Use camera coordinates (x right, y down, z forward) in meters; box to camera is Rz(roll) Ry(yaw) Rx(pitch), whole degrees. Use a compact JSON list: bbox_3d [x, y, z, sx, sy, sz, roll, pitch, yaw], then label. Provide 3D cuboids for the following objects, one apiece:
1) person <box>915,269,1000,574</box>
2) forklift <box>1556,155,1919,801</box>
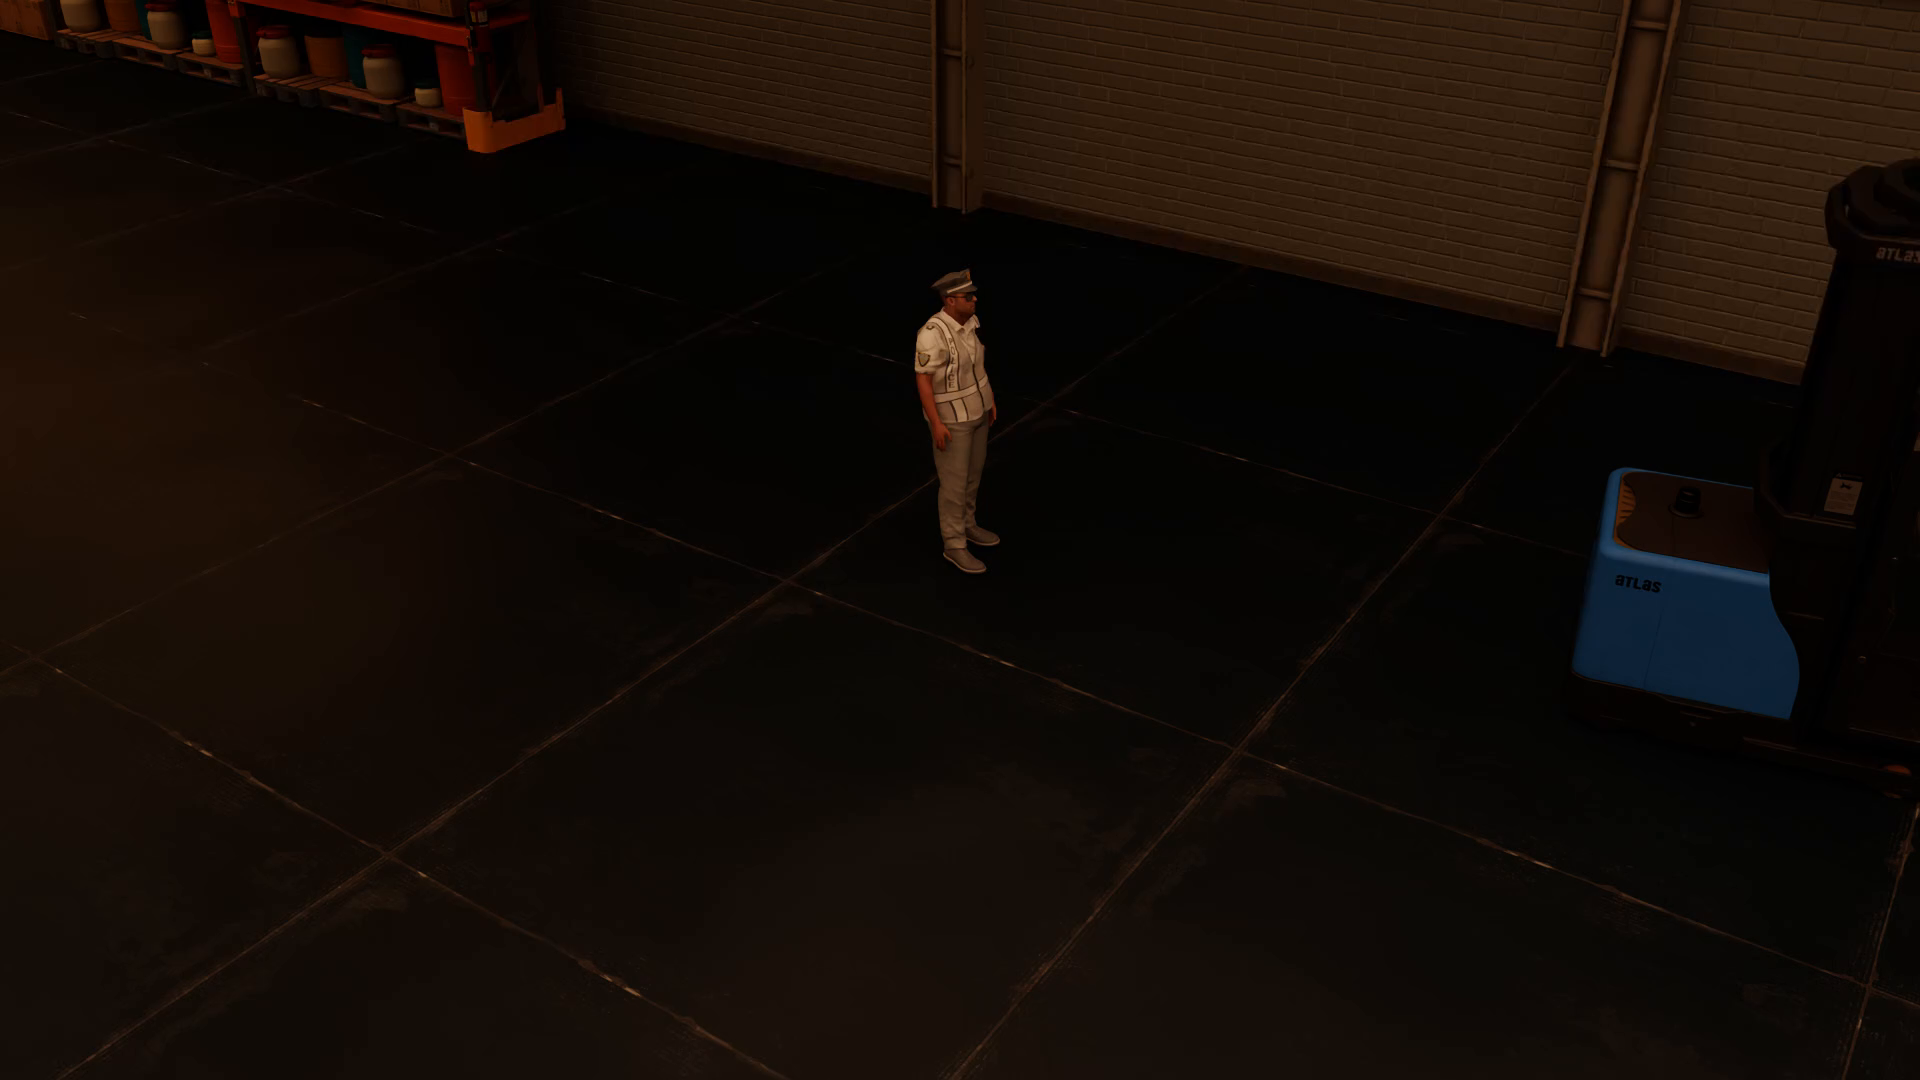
[{"bbox_3d":[0.057,-0.750,10.003,0.575,1.781,0.640,19,35,29],"label":"person"},{"bbox_3d":[4.742,-0.253,8.017,3.031,2.935,1.130,12,32,19],"label":"forklift"}]
